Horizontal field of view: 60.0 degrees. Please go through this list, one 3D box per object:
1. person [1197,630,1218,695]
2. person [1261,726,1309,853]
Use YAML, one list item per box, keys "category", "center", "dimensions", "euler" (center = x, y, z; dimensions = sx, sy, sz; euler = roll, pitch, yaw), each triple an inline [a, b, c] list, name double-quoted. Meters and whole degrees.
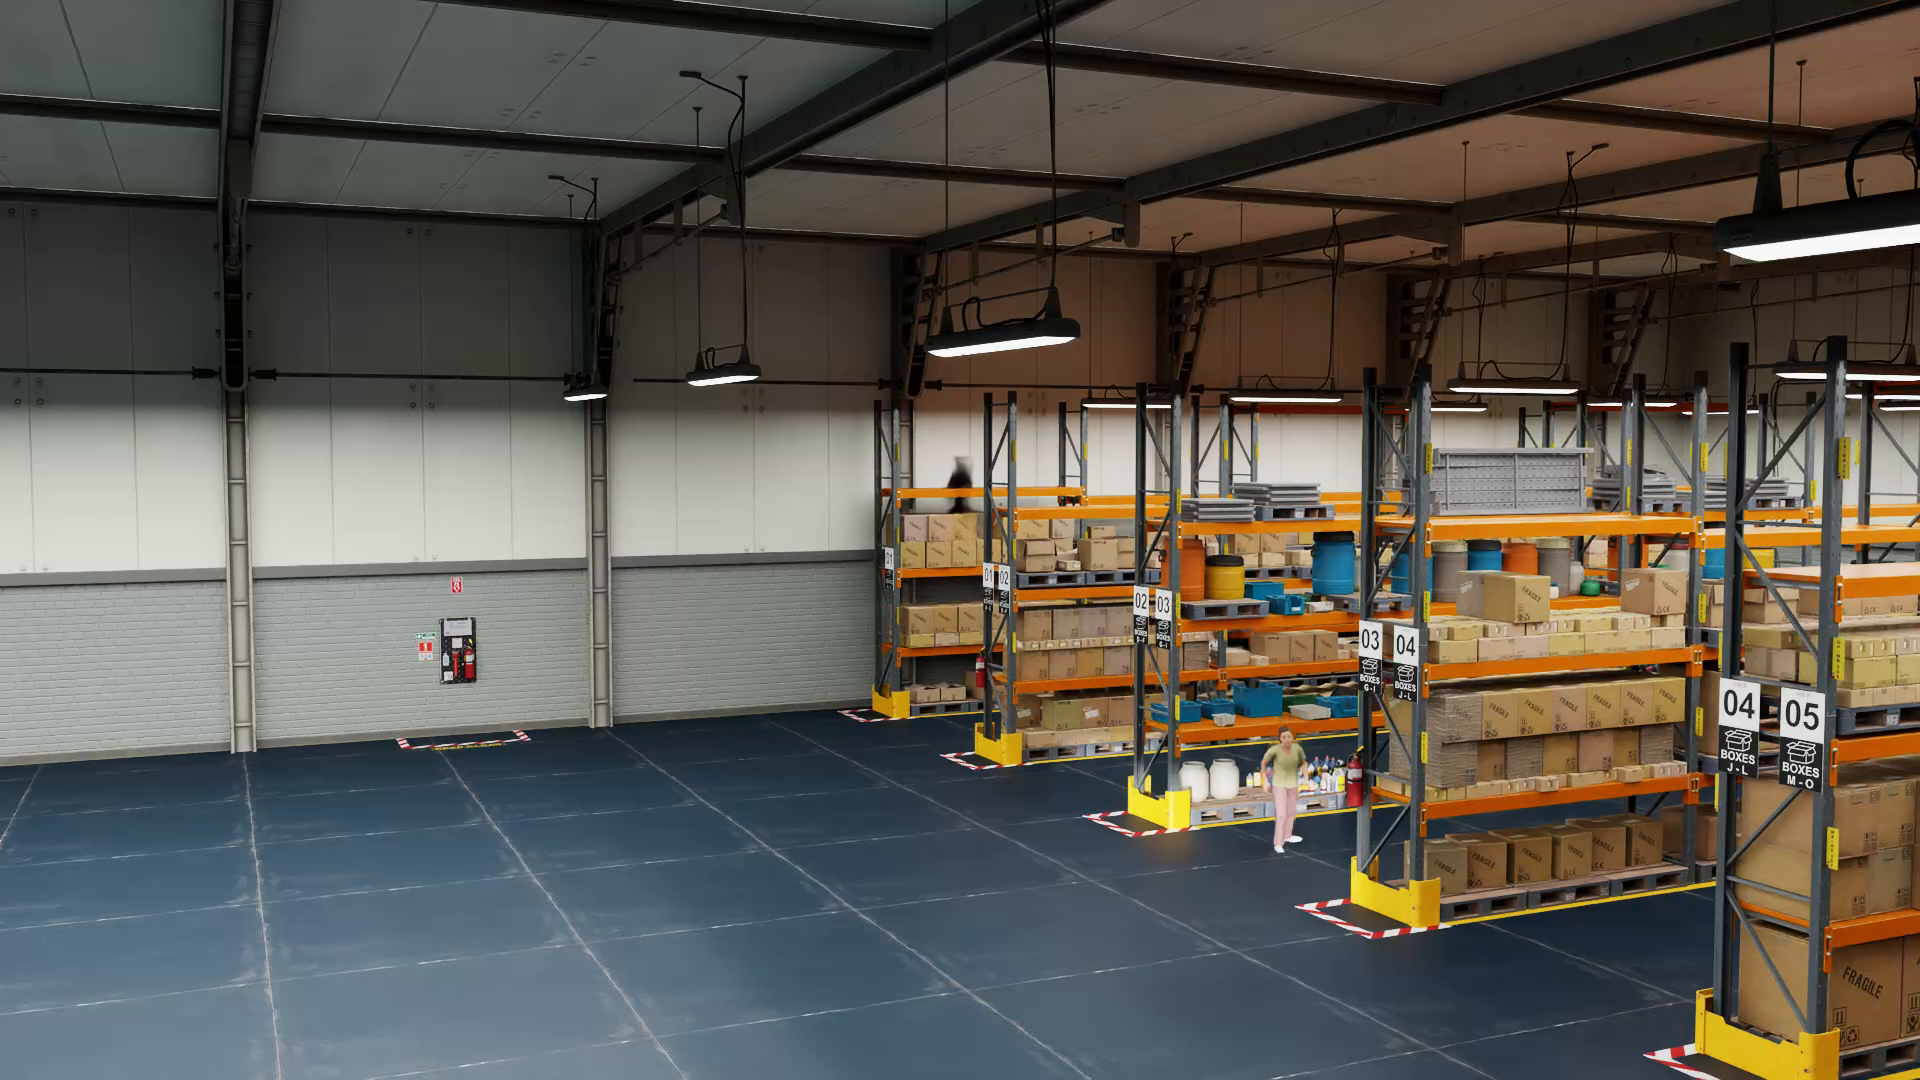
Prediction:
- category: "person"
  center: [4.768, 2.469, 31.843]
  dimensions: [0.694, 1.718, 0.570]
  euler: [-3, 4, -40]
- category: "person"
  center: [4.170, 3.138, 21.154]
  dimensions: [0.647, 1.612, 0.773]
  euler: [-1, 4, -20]
